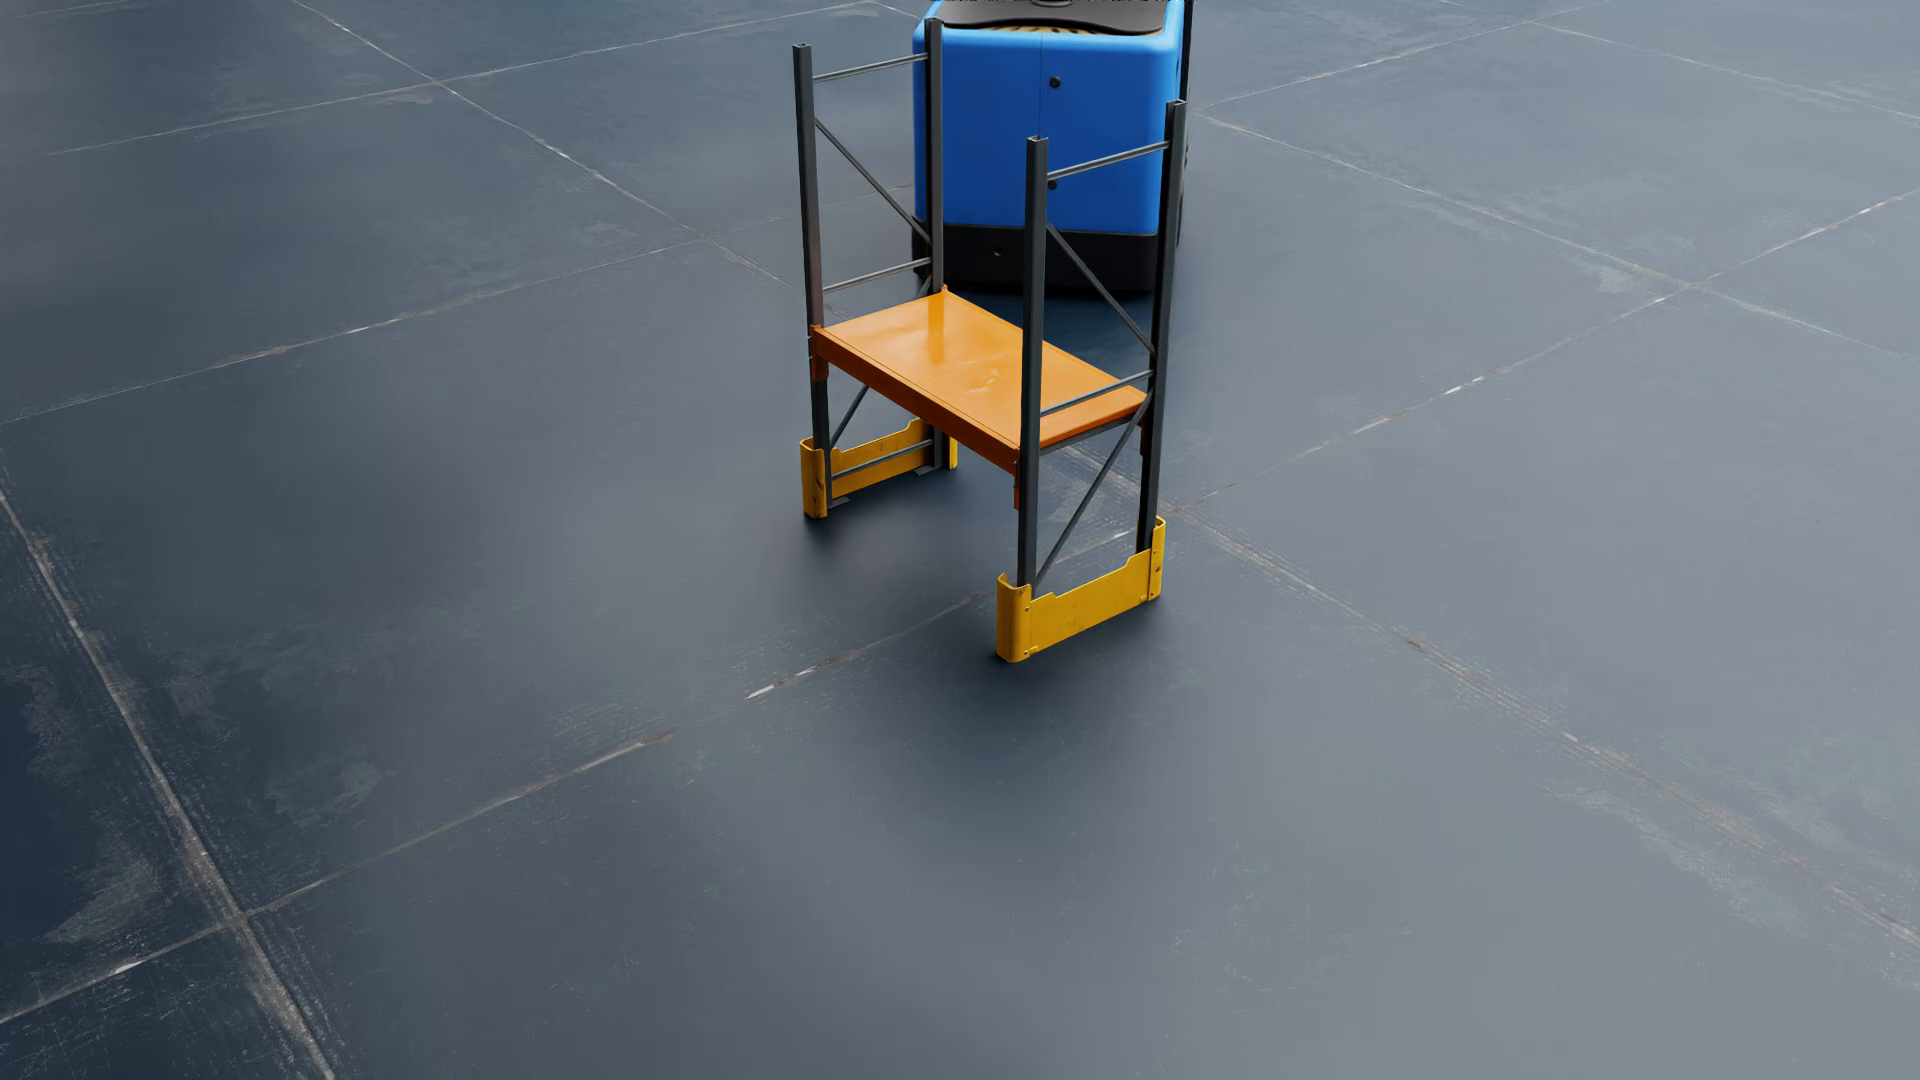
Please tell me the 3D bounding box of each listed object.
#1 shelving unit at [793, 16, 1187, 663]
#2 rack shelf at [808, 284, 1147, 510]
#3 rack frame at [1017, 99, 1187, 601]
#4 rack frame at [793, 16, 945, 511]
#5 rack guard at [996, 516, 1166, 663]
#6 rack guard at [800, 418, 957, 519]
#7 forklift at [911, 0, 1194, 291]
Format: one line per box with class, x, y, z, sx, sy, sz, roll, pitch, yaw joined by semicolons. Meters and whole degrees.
shelving unit;0.047;-0.605;4.803;0.587;1.500;1.083;-22;38;-31
rack shelf;0.052;-0.449;4.892;0.538;0.185;1.000;-22;38;-31
rack frame;0.364;-0.390;4.456;0.500;1.500;0.032;-22;38;-31
rack frame;-0.259;-0.813;5.138;0.500;1.500;0.032;-22;38;-31
rack guard;0.352;0.133;4.799;0.587;0.250;0.087;-22;38;-31
rack guard;-0.259;-0.282;5.467;0.587;0.250;0.087;-22;38;-31
forklift;0.533;-3.015;7.327;1.130;2.935;3.031;5;32;7
